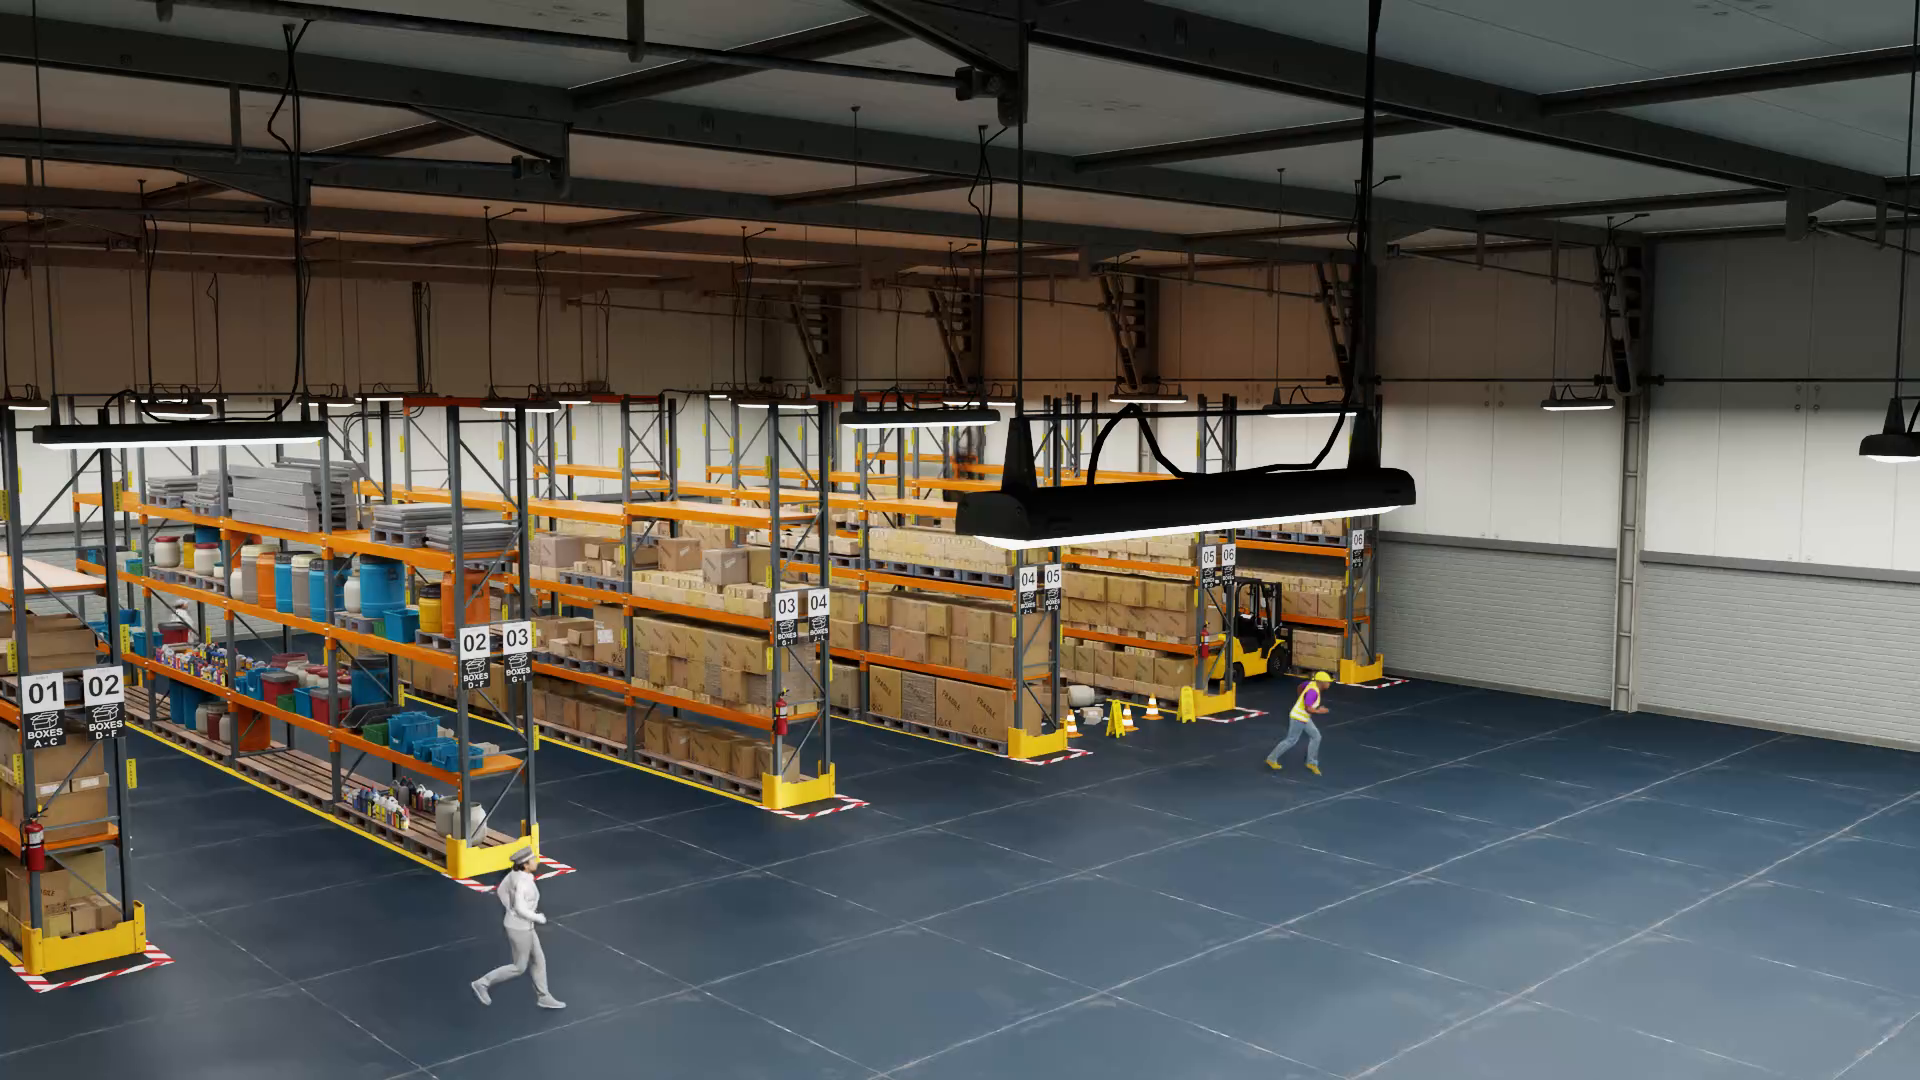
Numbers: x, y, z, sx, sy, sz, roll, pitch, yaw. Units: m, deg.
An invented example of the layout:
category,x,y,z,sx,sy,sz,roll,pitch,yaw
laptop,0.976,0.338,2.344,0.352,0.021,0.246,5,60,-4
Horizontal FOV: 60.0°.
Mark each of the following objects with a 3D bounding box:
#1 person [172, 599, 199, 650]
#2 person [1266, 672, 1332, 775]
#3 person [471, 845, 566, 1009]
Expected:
category,x,y,z,sx,sy,sz,roll,pitch,yaw
person,-16.723,2.070,35.835,0.569,1.606,0.603,-4,7,-36
person,5.454,2.947,26.740,1.035,1.714,0.747,1,6,14
person,-4.433,3.898,16.630,0.915,1.686,0.639,-2,6,-22
